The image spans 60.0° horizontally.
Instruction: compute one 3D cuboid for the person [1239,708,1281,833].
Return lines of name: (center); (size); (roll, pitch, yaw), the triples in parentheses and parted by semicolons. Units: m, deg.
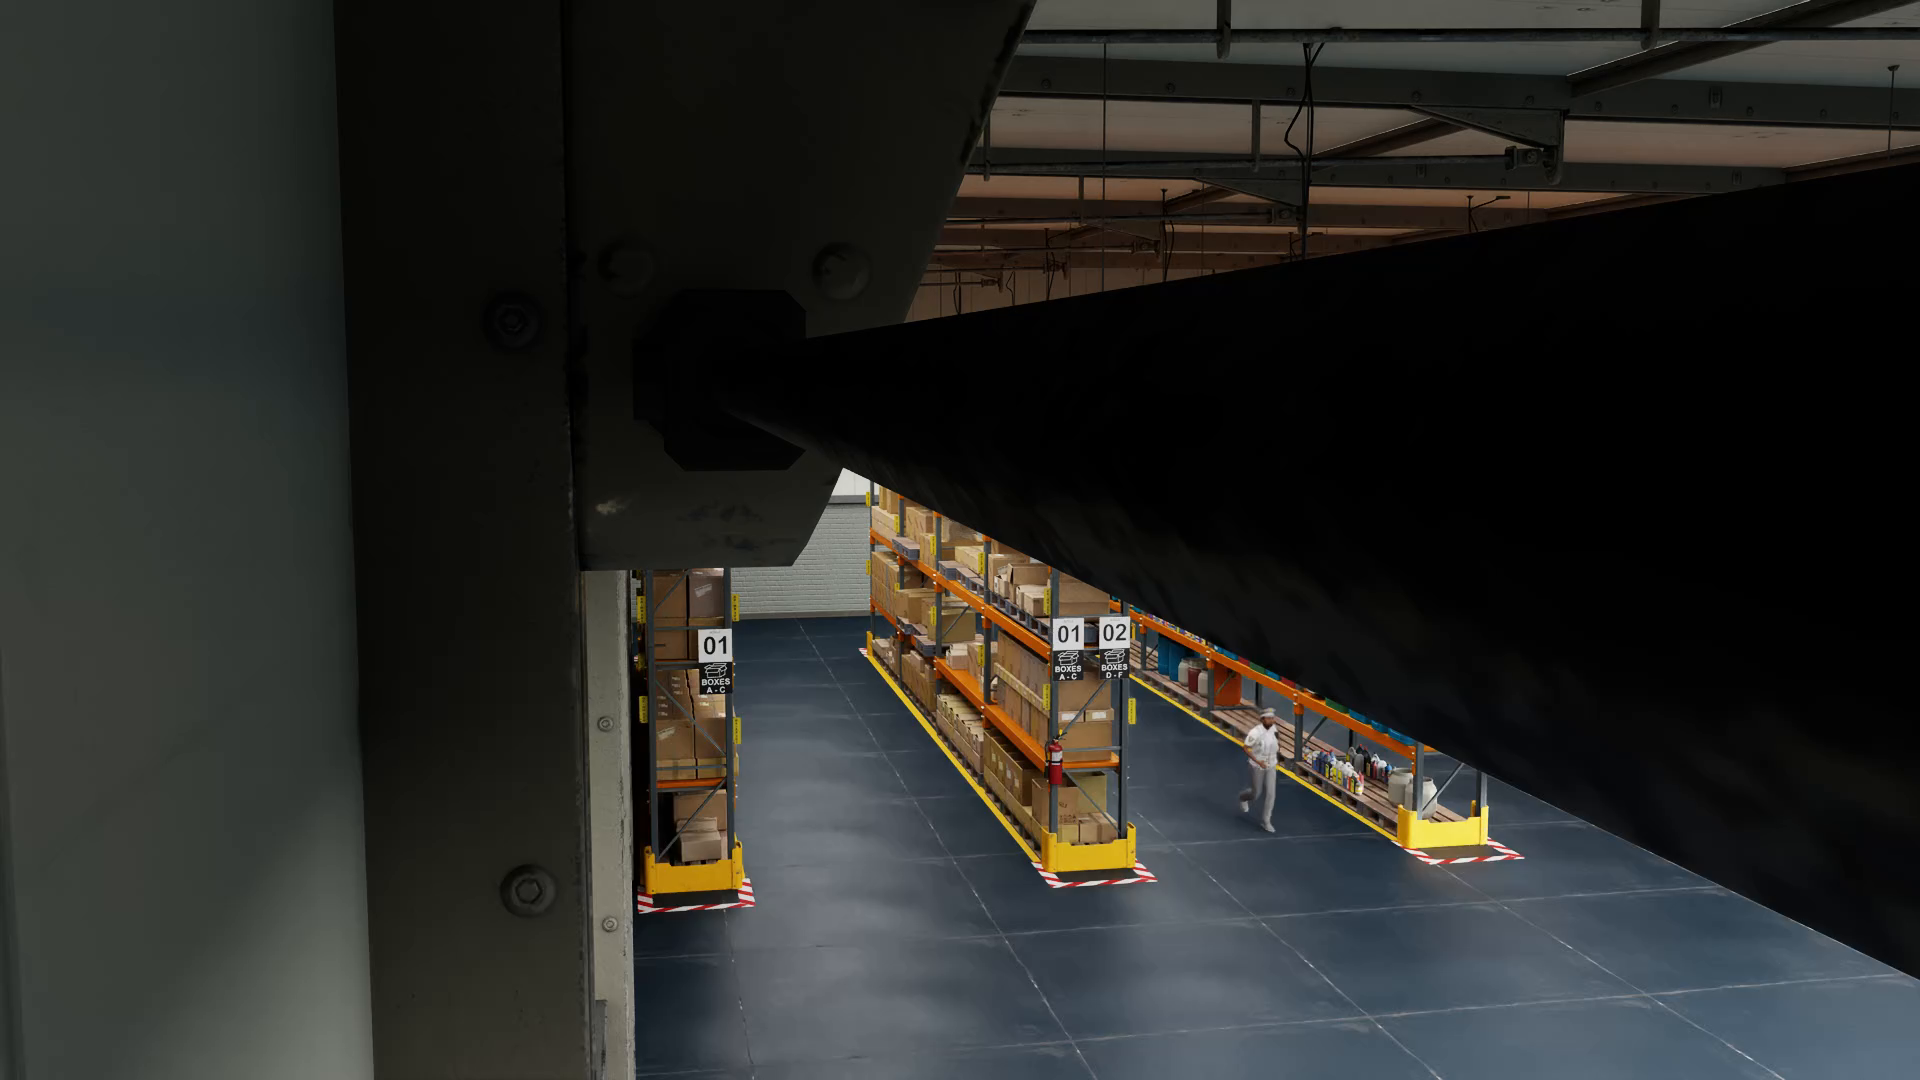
person: (4.160, 3.118, 22.965); (0.599, 1.686, 0.857); (-3, 7, -24)
